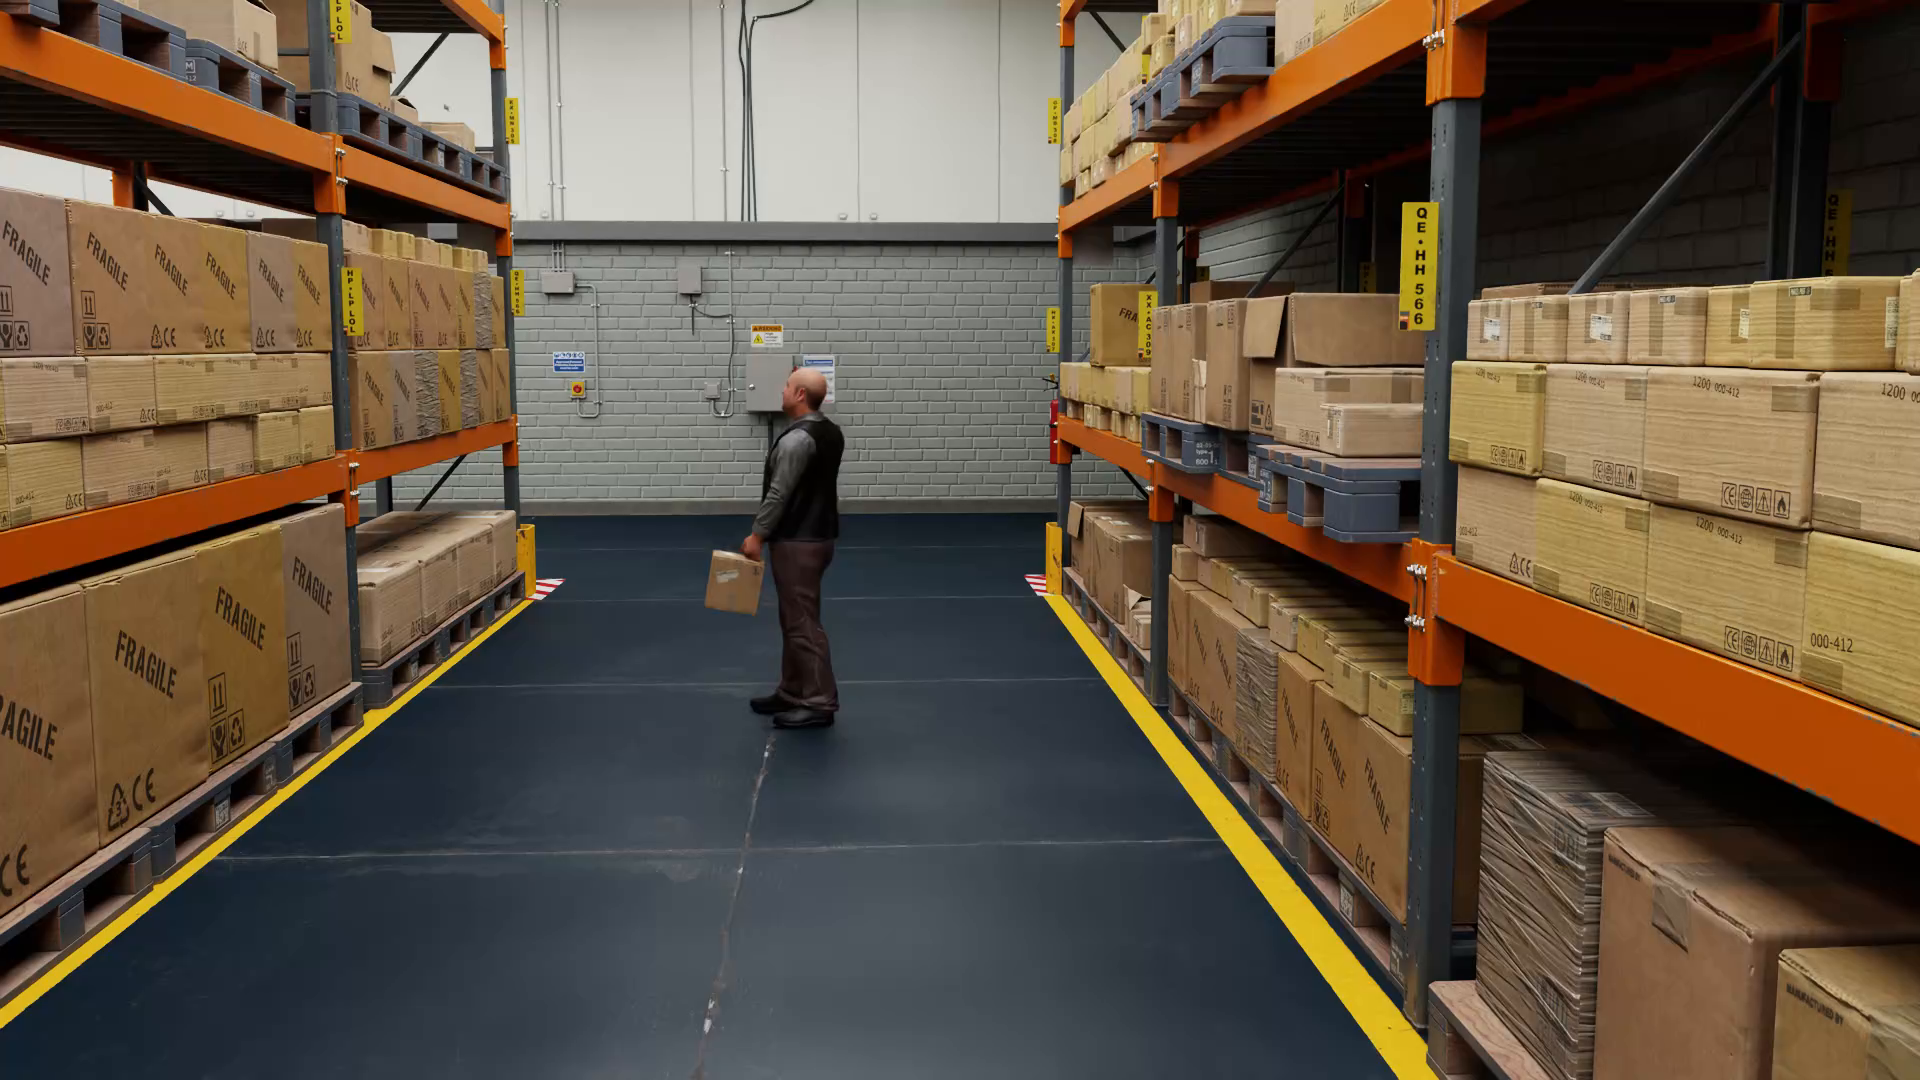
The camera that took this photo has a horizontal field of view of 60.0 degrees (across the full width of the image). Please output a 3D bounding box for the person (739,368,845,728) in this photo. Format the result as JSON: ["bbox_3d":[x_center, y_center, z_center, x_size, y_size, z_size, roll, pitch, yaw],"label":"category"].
[{"bbox_3d":[-0.842,0.032,8.067,0.545,1.725,0.560,2,7,14],"label":"person"}]
